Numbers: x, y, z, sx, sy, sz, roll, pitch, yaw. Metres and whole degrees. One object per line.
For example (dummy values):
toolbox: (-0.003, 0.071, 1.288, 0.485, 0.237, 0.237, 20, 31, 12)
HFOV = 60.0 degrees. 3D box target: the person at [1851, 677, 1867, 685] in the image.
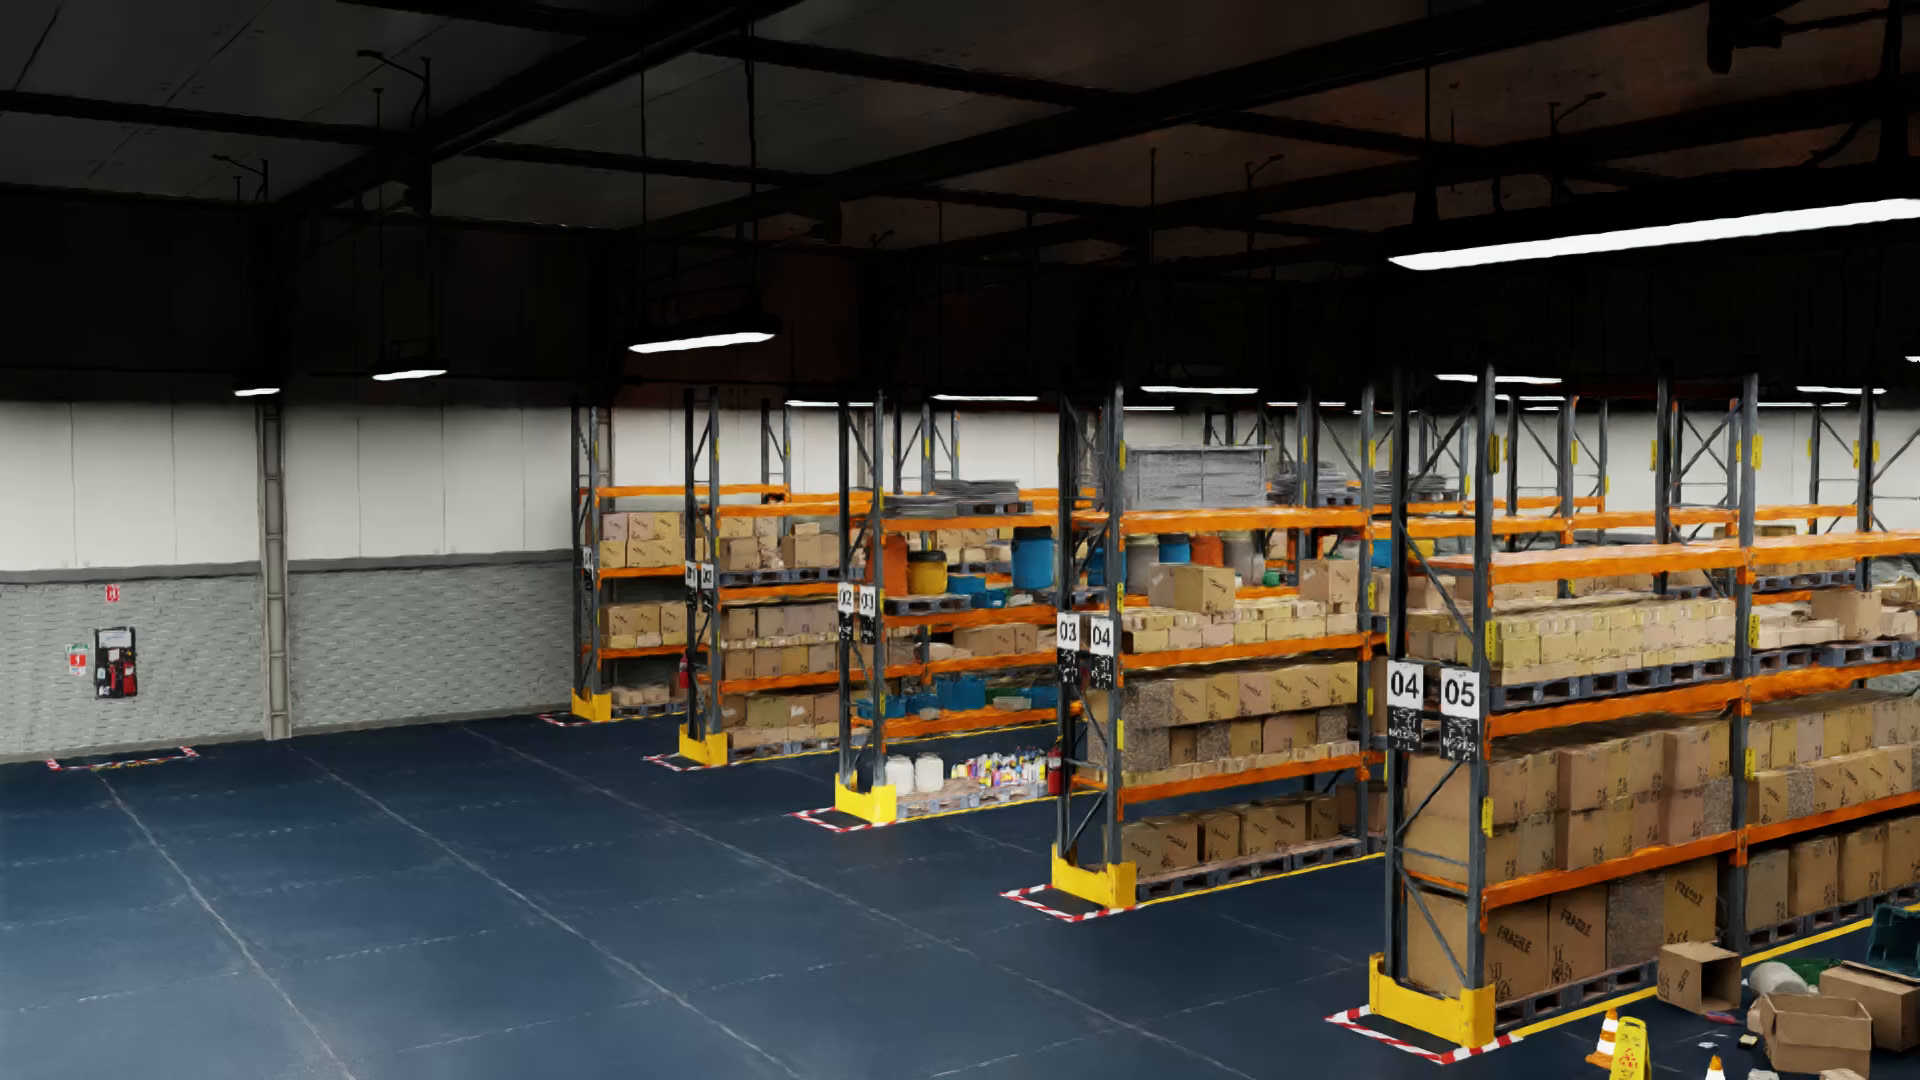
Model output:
person: (13.676, 2.828, 25.286, 1.089, 1.590, 0.488, -3, 4, -37)
